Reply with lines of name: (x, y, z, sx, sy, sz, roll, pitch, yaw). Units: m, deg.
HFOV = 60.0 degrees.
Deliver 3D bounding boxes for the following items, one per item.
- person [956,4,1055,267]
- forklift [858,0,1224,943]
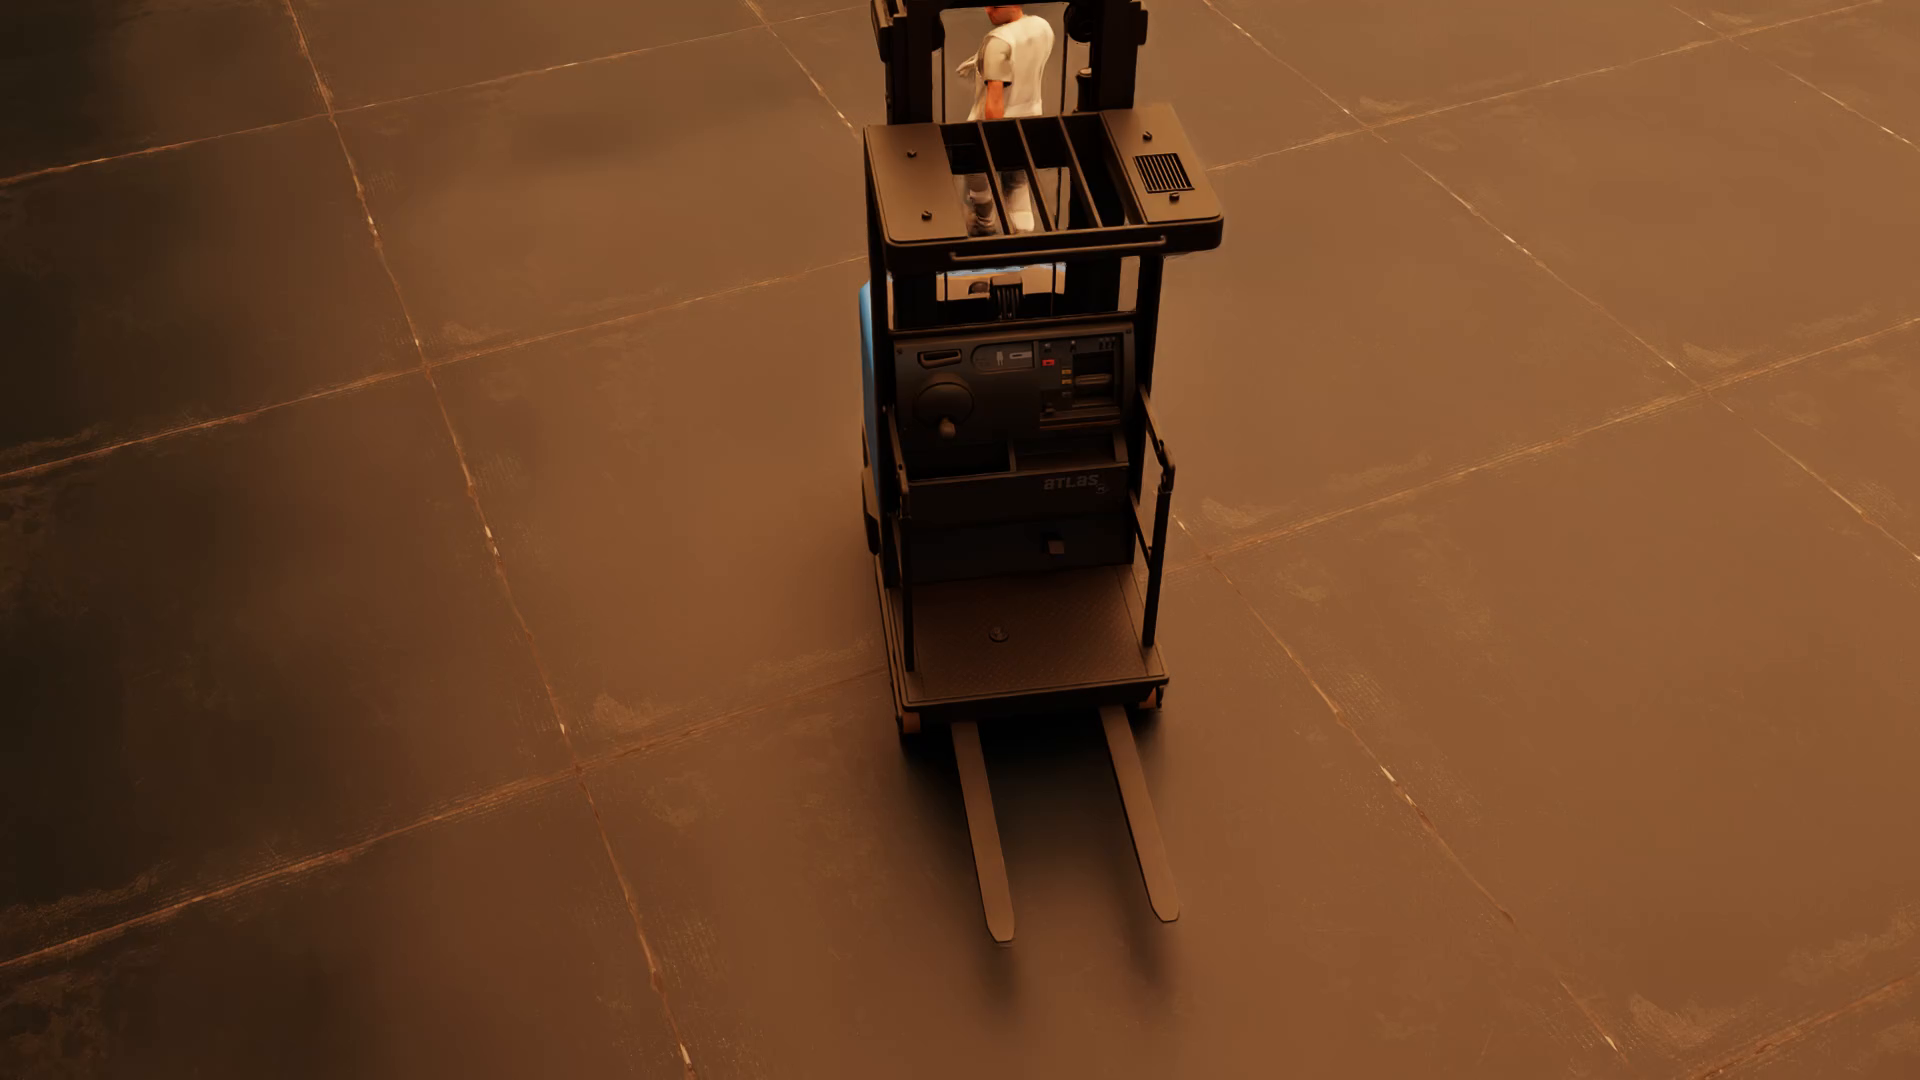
person: (0.248, -2.266, 9.021, 0.570, 1.732, 0.960, -16, 45, -17)
forklift: (0.246, -0.521, 6.238, 1.130, 2.935, 3.031, -6, 43, -6)
